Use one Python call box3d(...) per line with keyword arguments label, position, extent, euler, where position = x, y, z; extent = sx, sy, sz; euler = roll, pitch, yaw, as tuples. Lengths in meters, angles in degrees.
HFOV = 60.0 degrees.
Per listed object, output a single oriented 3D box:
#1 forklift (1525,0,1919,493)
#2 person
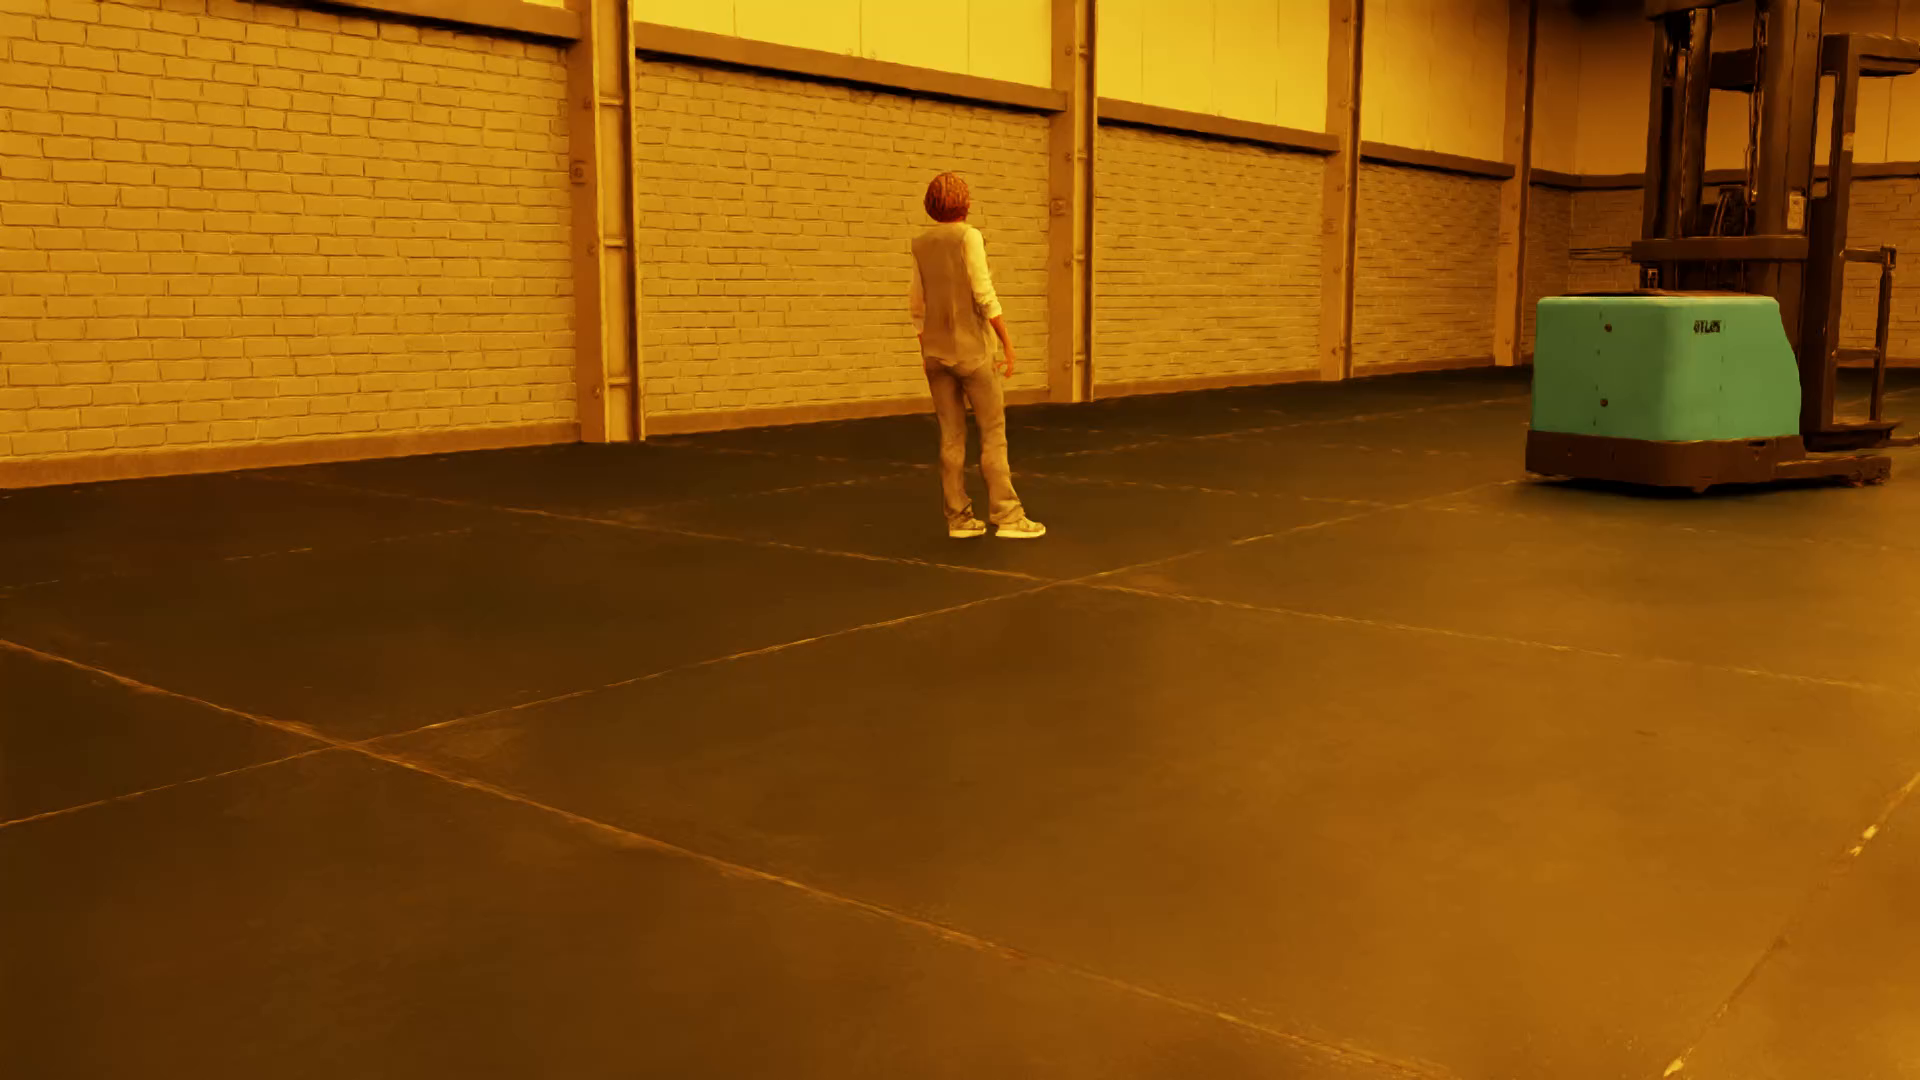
box3d(label="forklift", position=(4.833, -1.829, 9.778), extent=(3.031, 2.935, 1.130), euler=(-5, 9, -29))
box3d(label="person", position=(0.057, -0.803, 7.337), extent=(0.521, 1.594, 0.474), euler=(7, 11, 38))
